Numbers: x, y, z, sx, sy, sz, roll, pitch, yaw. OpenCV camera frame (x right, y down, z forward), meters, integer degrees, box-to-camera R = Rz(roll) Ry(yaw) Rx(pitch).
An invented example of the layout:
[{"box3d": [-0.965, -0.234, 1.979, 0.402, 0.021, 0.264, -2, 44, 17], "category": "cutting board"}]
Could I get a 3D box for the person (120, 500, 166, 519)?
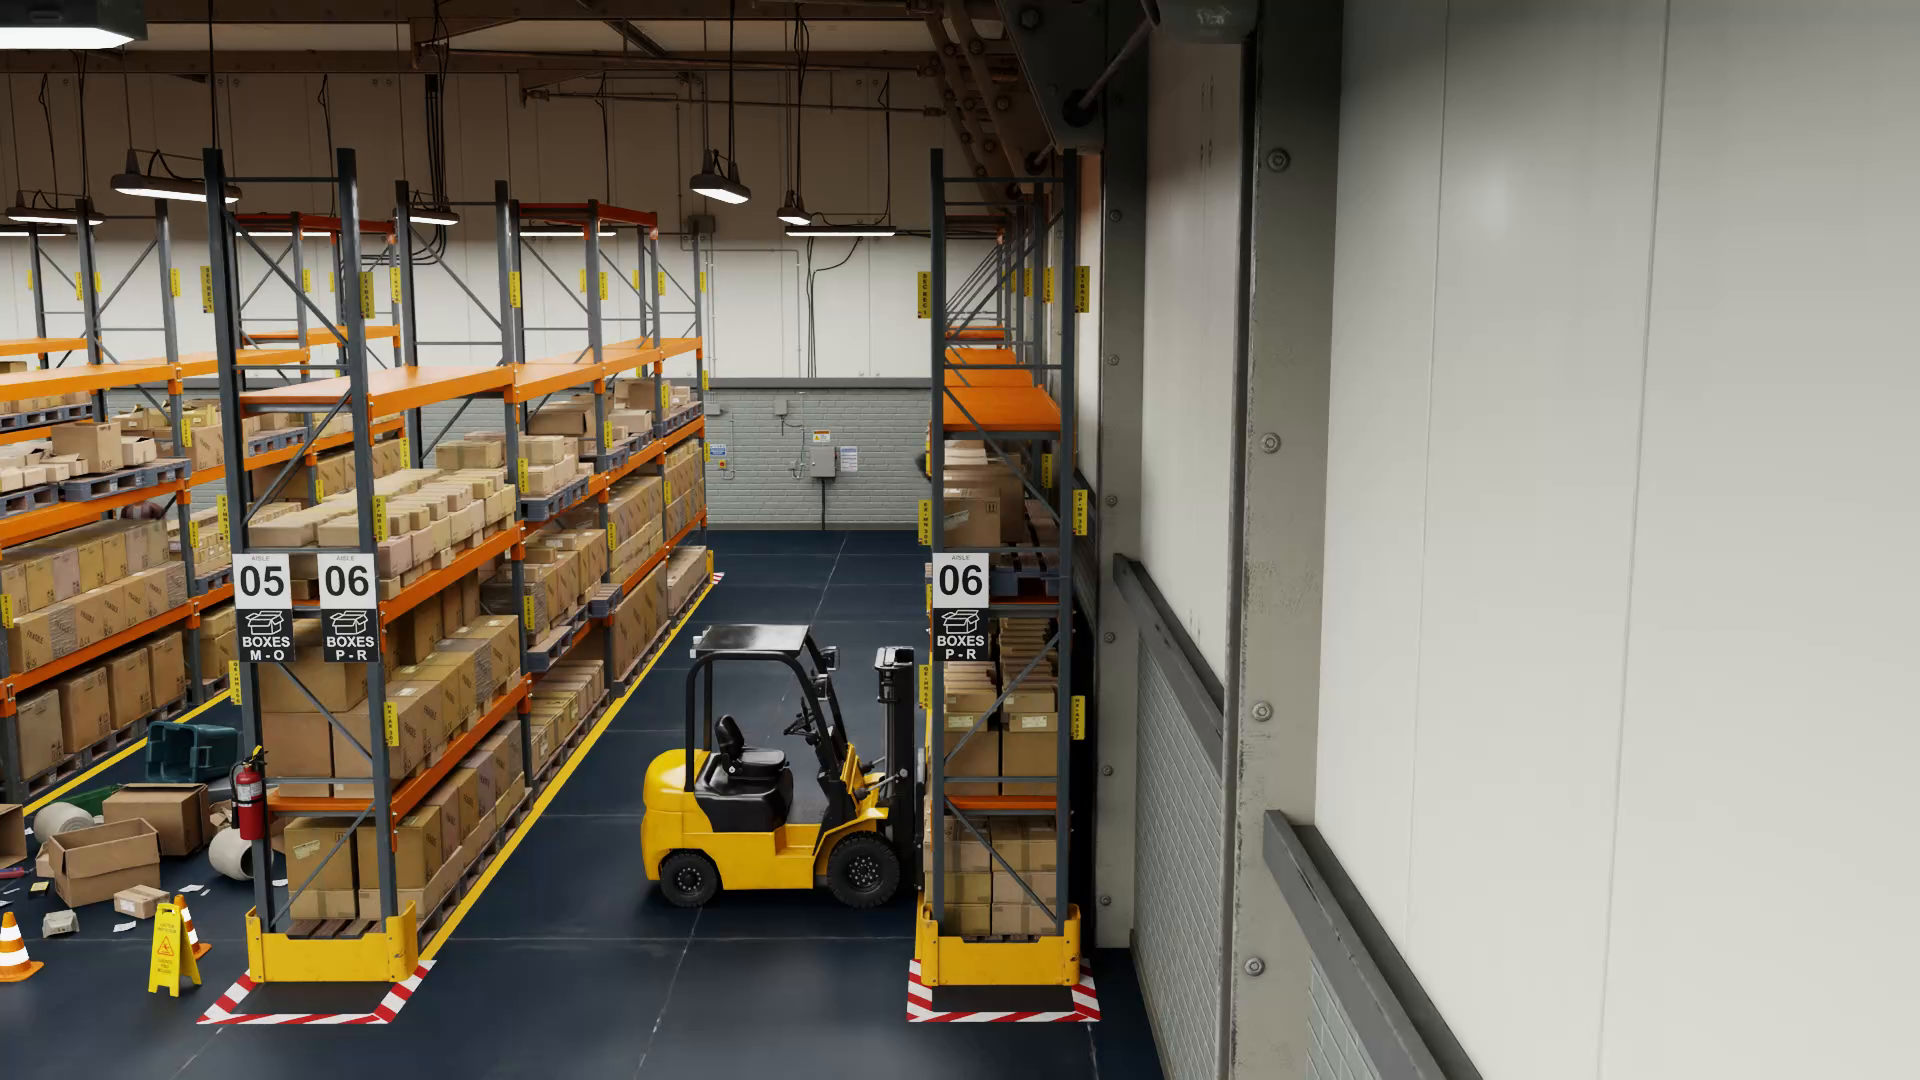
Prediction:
[{"box3d": [-12.989, 0.057, 26.449, 0.712, 1.813, 0.936, -2, 9, -15], "category": "person"}]
